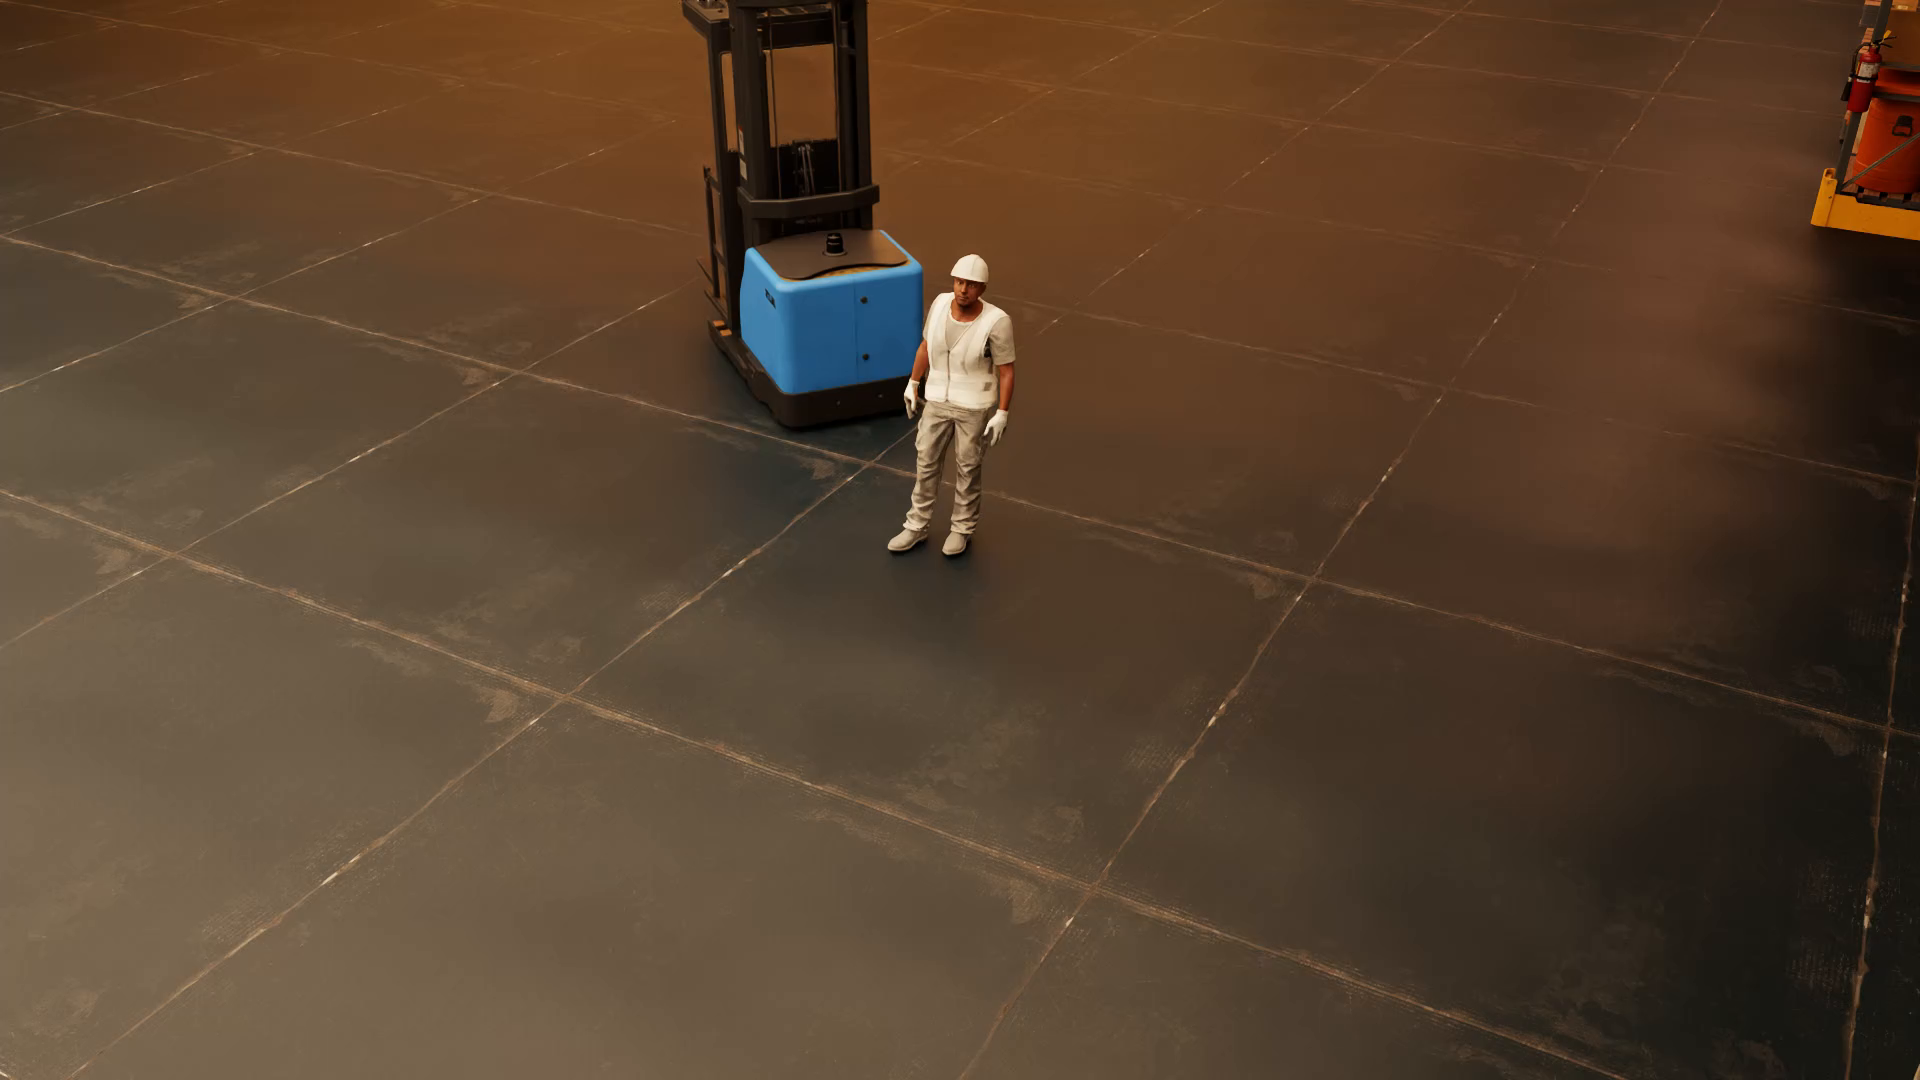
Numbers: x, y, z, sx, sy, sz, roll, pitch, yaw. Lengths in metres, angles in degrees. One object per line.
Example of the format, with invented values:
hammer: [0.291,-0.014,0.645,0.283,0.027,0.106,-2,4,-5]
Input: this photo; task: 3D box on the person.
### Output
person: [-0.042,-0.749,9.503,0.656,1.781,0.577,15,33,25]

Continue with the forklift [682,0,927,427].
forklift: [-1.259,-2.748,11.833,1.130,2.935,3.031,-12,32,-19]
